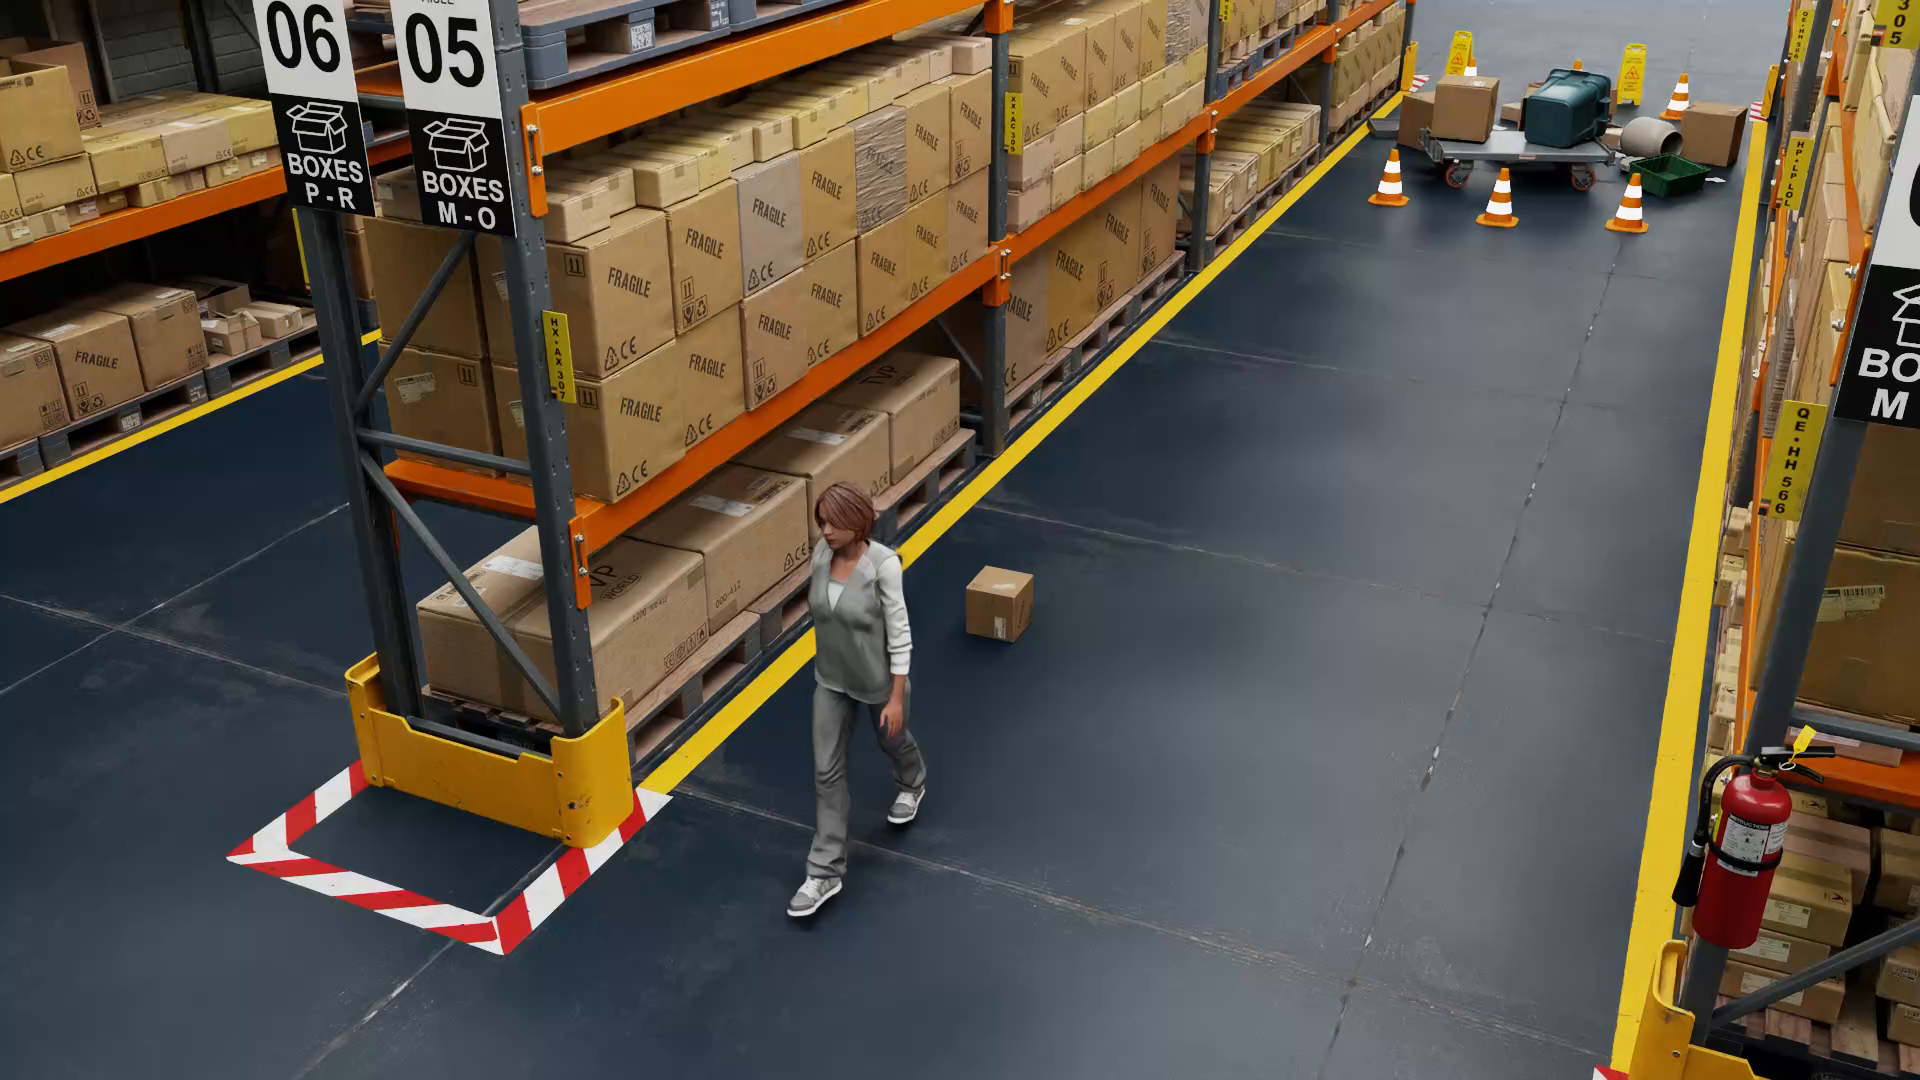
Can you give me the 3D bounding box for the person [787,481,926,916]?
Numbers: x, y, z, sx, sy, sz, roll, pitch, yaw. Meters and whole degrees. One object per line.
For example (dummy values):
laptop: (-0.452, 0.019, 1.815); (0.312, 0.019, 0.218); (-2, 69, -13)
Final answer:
person: (-0.375, 0.523, 6.058); (0.457, 1.539, 0.925); (11, 29, 21)
